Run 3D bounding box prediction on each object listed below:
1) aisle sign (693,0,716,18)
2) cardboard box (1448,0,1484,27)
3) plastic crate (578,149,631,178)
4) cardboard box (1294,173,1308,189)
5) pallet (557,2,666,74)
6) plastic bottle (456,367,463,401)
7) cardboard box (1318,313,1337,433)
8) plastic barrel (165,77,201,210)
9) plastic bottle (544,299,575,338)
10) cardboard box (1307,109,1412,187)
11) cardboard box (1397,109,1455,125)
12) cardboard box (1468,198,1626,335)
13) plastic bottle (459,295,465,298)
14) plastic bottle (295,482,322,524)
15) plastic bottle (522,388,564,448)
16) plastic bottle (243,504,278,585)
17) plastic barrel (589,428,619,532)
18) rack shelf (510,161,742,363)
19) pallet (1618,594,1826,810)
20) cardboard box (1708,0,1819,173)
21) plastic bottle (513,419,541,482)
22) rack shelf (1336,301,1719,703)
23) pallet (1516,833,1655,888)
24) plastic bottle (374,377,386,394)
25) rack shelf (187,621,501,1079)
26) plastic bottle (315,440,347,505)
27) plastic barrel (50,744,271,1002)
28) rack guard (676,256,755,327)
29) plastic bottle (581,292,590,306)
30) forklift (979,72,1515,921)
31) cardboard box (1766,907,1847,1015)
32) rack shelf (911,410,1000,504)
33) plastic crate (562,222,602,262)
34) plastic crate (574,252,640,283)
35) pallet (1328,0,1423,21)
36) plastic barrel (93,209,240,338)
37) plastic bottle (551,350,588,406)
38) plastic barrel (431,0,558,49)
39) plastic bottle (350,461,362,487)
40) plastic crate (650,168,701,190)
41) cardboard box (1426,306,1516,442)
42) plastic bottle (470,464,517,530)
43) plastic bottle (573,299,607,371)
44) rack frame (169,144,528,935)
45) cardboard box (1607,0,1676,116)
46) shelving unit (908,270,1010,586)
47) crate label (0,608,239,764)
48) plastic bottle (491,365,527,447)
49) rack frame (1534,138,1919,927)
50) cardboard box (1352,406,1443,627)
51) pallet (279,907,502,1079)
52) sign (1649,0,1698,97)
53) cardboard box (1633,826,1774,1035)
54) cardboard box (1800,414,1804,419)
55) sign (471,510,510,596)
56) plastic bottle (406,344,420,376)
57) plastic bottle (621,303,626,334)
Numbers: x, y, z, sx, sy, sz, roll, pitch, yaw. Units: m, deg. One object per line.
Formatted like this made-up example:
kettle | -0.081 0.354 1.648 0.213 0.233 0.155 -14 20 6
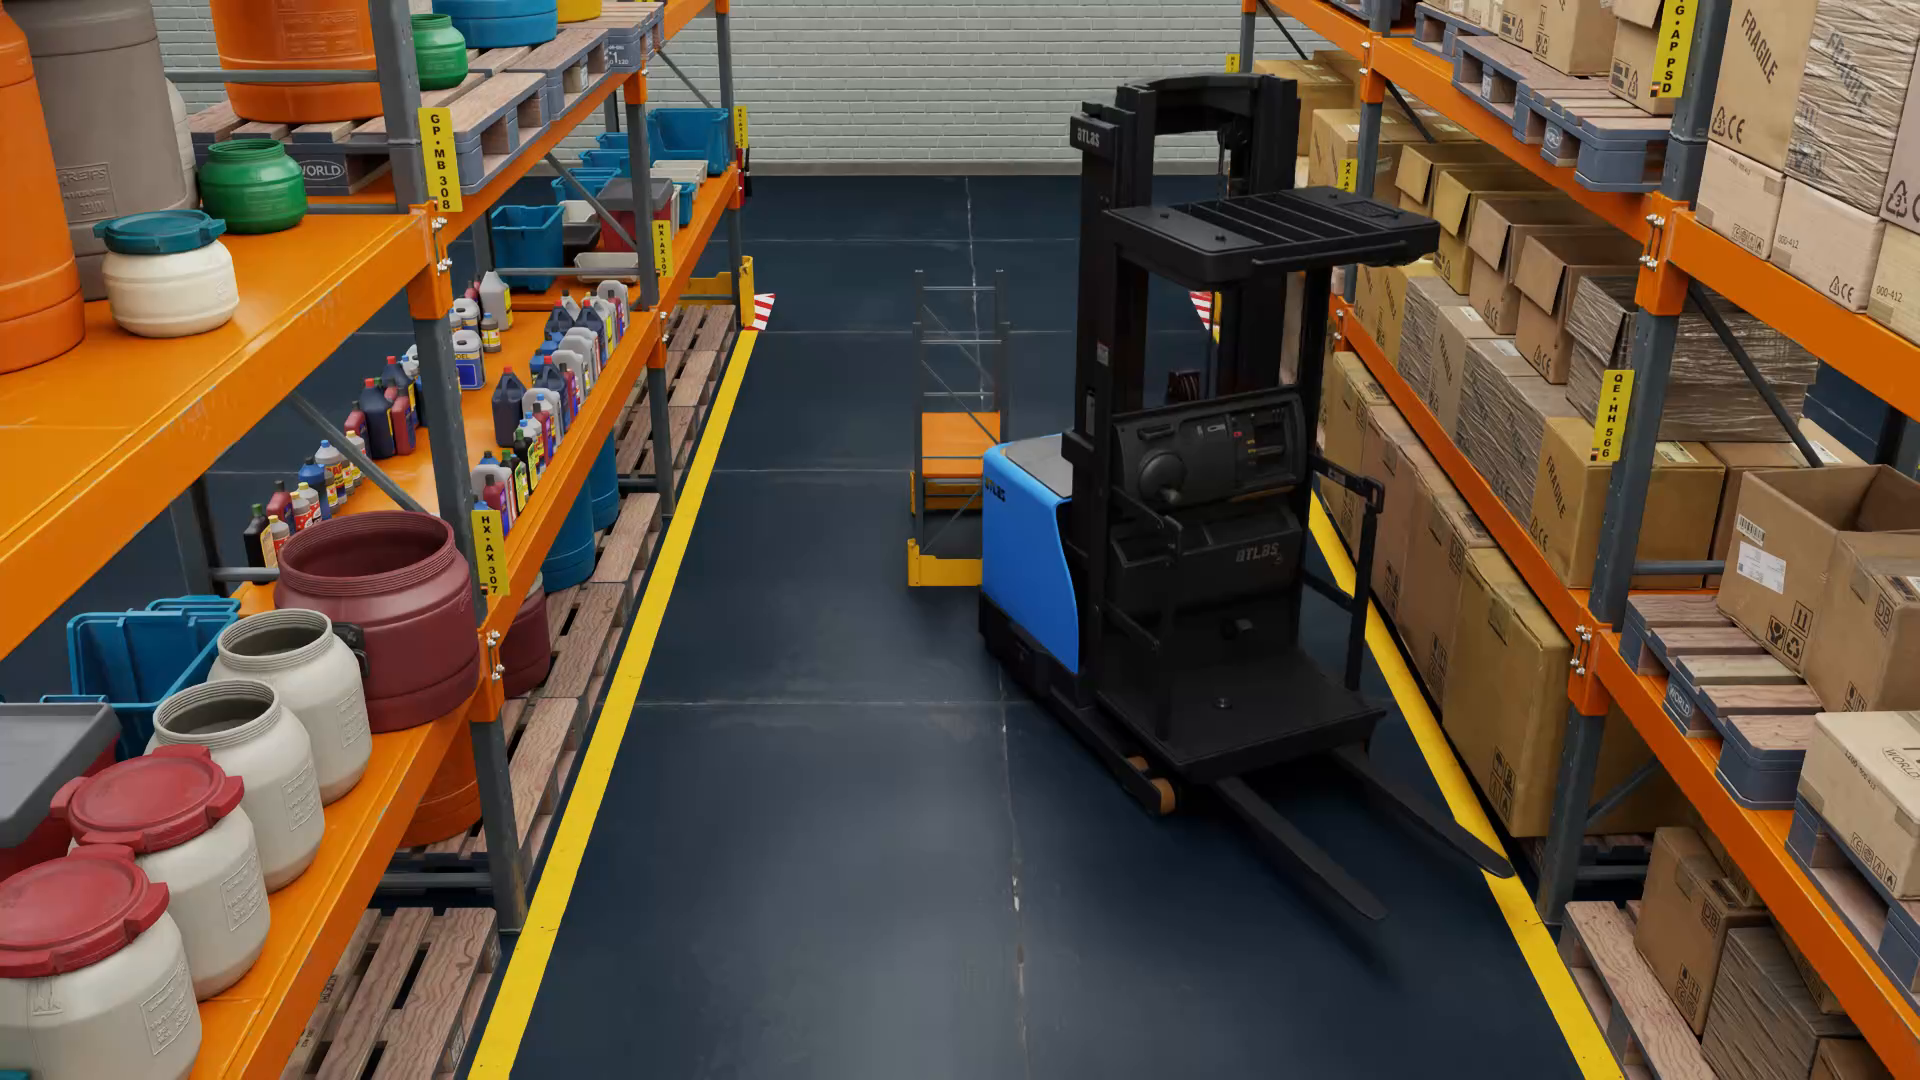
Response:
aisle sign | -1.984 -4.385 12.652 0.394 0.787 0.004 0 24 -1
cardboard box | 2.642 -2.609 7.837 0.500 0.311 0.500 -1 24 -2
plastic crate | -2.596 -2.747 12.313 0.416 0.233 0.300 0 24 -1
cardboard box | 2.439 -2.216 10.830 0.500 0.250 0.500 0 24 1
pallet | -2.127 -2.480 8.182 1.213 0.211 1.003 0 24 -1
plastic bottle | -2.472 -0.770 8.053 0.097 0.201 0.097 0 24 0
cardboard box | 2.793 -1.040 10.477 0.875 0.875 0.875 0 24 -1
plastic barrel | -2.492 -1.162 4.903 0.421 0.512 0.421 0 24 0
plastic bottle | -2.038 -1.045 8.481 0.144 0.351 0.185 0 24 -1
cardboard box | 2.446 -2.348 10.212 0.500 0.500 0.500 0 24 0
cardboard box | 2.973 -2.354 10.227 0.500 0.500 0.500 0 24 -1
cardboard box | 2.753 -1.245 7.523 0.797 0.503 0.637 1 24 1
plastic bottle | -2.633 -1.168 8.848 0.097 0.271 0.097 0 24 0
plastic bottle | -2.607 -0.131 6.640 0.097 0.201 0.097 0 24 0
plastic bottle | -1.886 -0.568 7.517 0.152 0.276 0.135 0 24 -1
plastic bottle | -2.620 0.015 6.219 0.061 0.283 0.133 0 24 -1
plastic barrel | -2.244 -0.533 9.325 0.600 0.901 0.708 0 24 -1
rack shelf | -2.255 -2.018 11.445 1.077 0.370 4.000 0 24 -1
pallet | 2.878 0.485 5.271 1.213 0.211 1.003 0 24 -1
cardboard box | 2.511 -1.341 4.707 0.500 0.500 0.500 0 24 0
plastic bottle | -1.854 -0.383 7.114 0.097 0.271 0.097 0 24 0
rack shelf | 2.742 -0.392 7.850 1.077 0.370 4.000 0 24 -1
pallet | 2.830 1.050 7.173 1.003 0.211 1.213 0 24 -1
plastic bottle | -2.636 -0.587 7.550 0.061 0.283 0.133 0 24 -1
rack shelf | -2.167 1.278 4.156 1.077 0.370 4.000 0 24 -1
plastic bottle | -2.610 -0.283 6.891 0.097 0.271 0.097 0 24 0
plastic barrel | -1.949 0.837 4.094 0.433 0.535 0.433 0 24 0
rack guard | -2.290 -2.041 13.656 1.175 0.500 0.348 0 24 -1
plastic bottle | -2.030 -1.262 9.142 0.097 0.201 0.097 0 24 0
forklift | 1.183 -0.356 6.980 1.130 2.935 3.031 -11 27 -23
cardboard box | 2.817 1.196 5.056 0.500 0.250 0.500 2 24 5
rack shelf | 0.001 -0.484 9.437 0.538 0.185 1.000 0 24 -1
plastic crate | -2.514 -1.884 10.536 0.437 0.125 0.590 0 24 -1
plastic crate | -2.095 -1.621 9.942 0.396 0.136 0.243 0 24 -1
pallet | 2.721 -3.207 9.670 1.003 0.211 1.213 0 24 -1
plastic barrel | -1.942 -0.654 4.084 0.301 0.262 0.301 0 24 0
plastic bottle | -1.892 -0.795 8.018 0.152 0.276 0.135 0 24 -1
plastic barrel | -2.061 -2.606 7.113 0.600 0.901 0.708 0 24 -1
plastic bottle | -2.612 -0.331 7.083 0.097 0.201 0.097 0 24 0
plastic crate | -2.098 -2.622 12.156 0.396 0.136 0.243 0 24 -1
cardboard box | 2.497 -0.773 7.697 0.500 0.500 0.500 0 24 0
plastic bottle | -1.876 -0.187 6.675 0.152 0.276 0.135 0 24 -1
plastic bottle | -1.894 -1.046 8.482 0.144 0.351 0.185 0 24 -1
rack frame | -2.189 0.126 5.830 1.000 3.000 0.127 0 24 -1
cardboard box | 2.685 -1.752 5.709 0.797 0.503 0.637 1 24 3
shelving unit | 0.001 -0.652 9.371 0.587 1.500 1.083 0 24 -1
crate label | -2.449 0.521 4.915 0.502 0.435 0.616 0 24 -1
plastic bottle | -2.034 -0.612 7.523 0.144 0.351 0.185 0 24 -1
rack frame | 2.763 0.104 5.880 1.000 3.000 0.127 0 24 -1
cardboard box | 2.757 -0.135 8.478 1.225 0.875 0.875 -1 24 -2
pallet | -2.220 1.716 5.699 1.003 0.211 1.213 0 24 -1
sign | 2.208 -1.535 5.140 0.100 0.325 0.005 0 24 -1
cardboard box | 2.791 1.319 5.694 0.700 0.500 0.500 -2 24 -3
cardboard box | 3.022 -0.355 6.774 0.500 0.500 0.500 -1 24 -2
sign | -1.639 0.047 5.809 0.100 0.325 0.005 0 24 -1
plastic bottle | -2.596 -0.796 8.020 0.152 0.276 0.135 0 24 -1
plastic bottle | -1.877 -1.223 9.054 0.097 0.201 0.097 0 24 0
